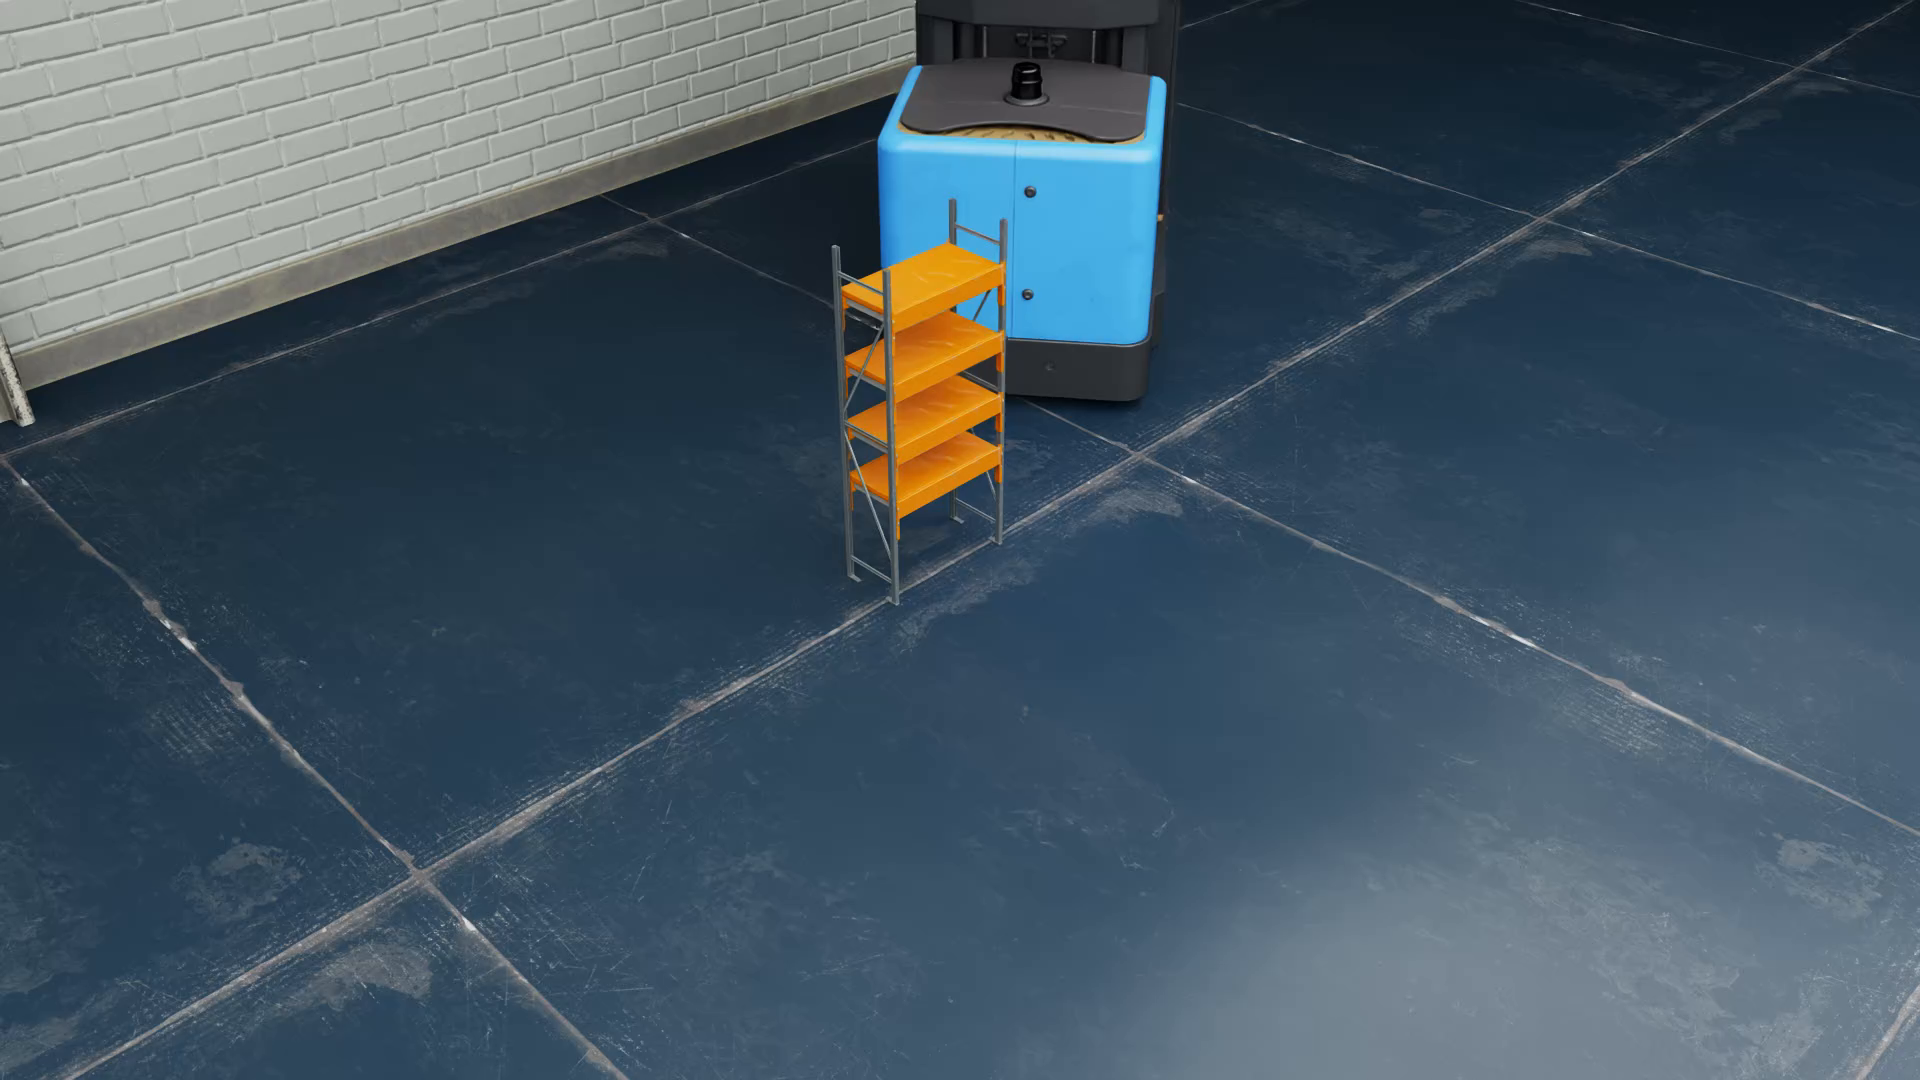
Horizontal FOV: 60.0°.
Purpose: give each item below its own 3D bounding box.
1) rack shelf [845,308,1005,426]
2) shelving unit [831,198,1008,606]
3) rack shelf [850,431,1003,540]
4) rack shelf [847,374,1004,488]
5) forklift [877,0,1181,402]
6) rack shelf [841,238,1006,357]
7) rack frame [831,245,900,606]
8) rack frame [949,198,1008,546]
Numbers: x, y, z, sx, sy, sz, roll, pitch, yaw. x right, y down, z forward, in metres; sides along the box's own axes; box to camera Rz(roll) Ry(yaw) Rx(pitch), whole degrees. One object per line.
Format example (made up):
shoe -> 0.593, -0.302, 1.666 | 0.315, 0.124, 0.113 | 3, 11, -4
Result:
rack shelf -> -0.117, -0.553, 5.221 | 0.258, 0.148, 0.480 | 30, 45, 35
shelving unit -> -0.117, -0.425, 5.310 | 0.258, 1.200, 0.503 | 30, 45, 35
rack shelf -> -0.117, -0.207, 5.462 | 0.258, 0.148, 0.480 | 30, 45, 35
rack shelf -> -0.117, -0.370, 5.349 | 0.258, 0.148, 0.480 | 30, 45, 35
forklift -> 0.392, -2.565, 6.865 | 1.130, 2.935, 3.031 | 4, 35, 6
rack shelf -> -0.117, -0.747, 5.086 | 0.258, 0.148, 0.480 | 30, 45, 35
rack frame -> -0.289, -0.326, 5.168 | 0.240, 1.200, 0.015 | 30, 45, 35
rack frame -> 0.055, -0.524, 5.452 | 0.240, 1.200, 0.015 | 30, 45, 35
